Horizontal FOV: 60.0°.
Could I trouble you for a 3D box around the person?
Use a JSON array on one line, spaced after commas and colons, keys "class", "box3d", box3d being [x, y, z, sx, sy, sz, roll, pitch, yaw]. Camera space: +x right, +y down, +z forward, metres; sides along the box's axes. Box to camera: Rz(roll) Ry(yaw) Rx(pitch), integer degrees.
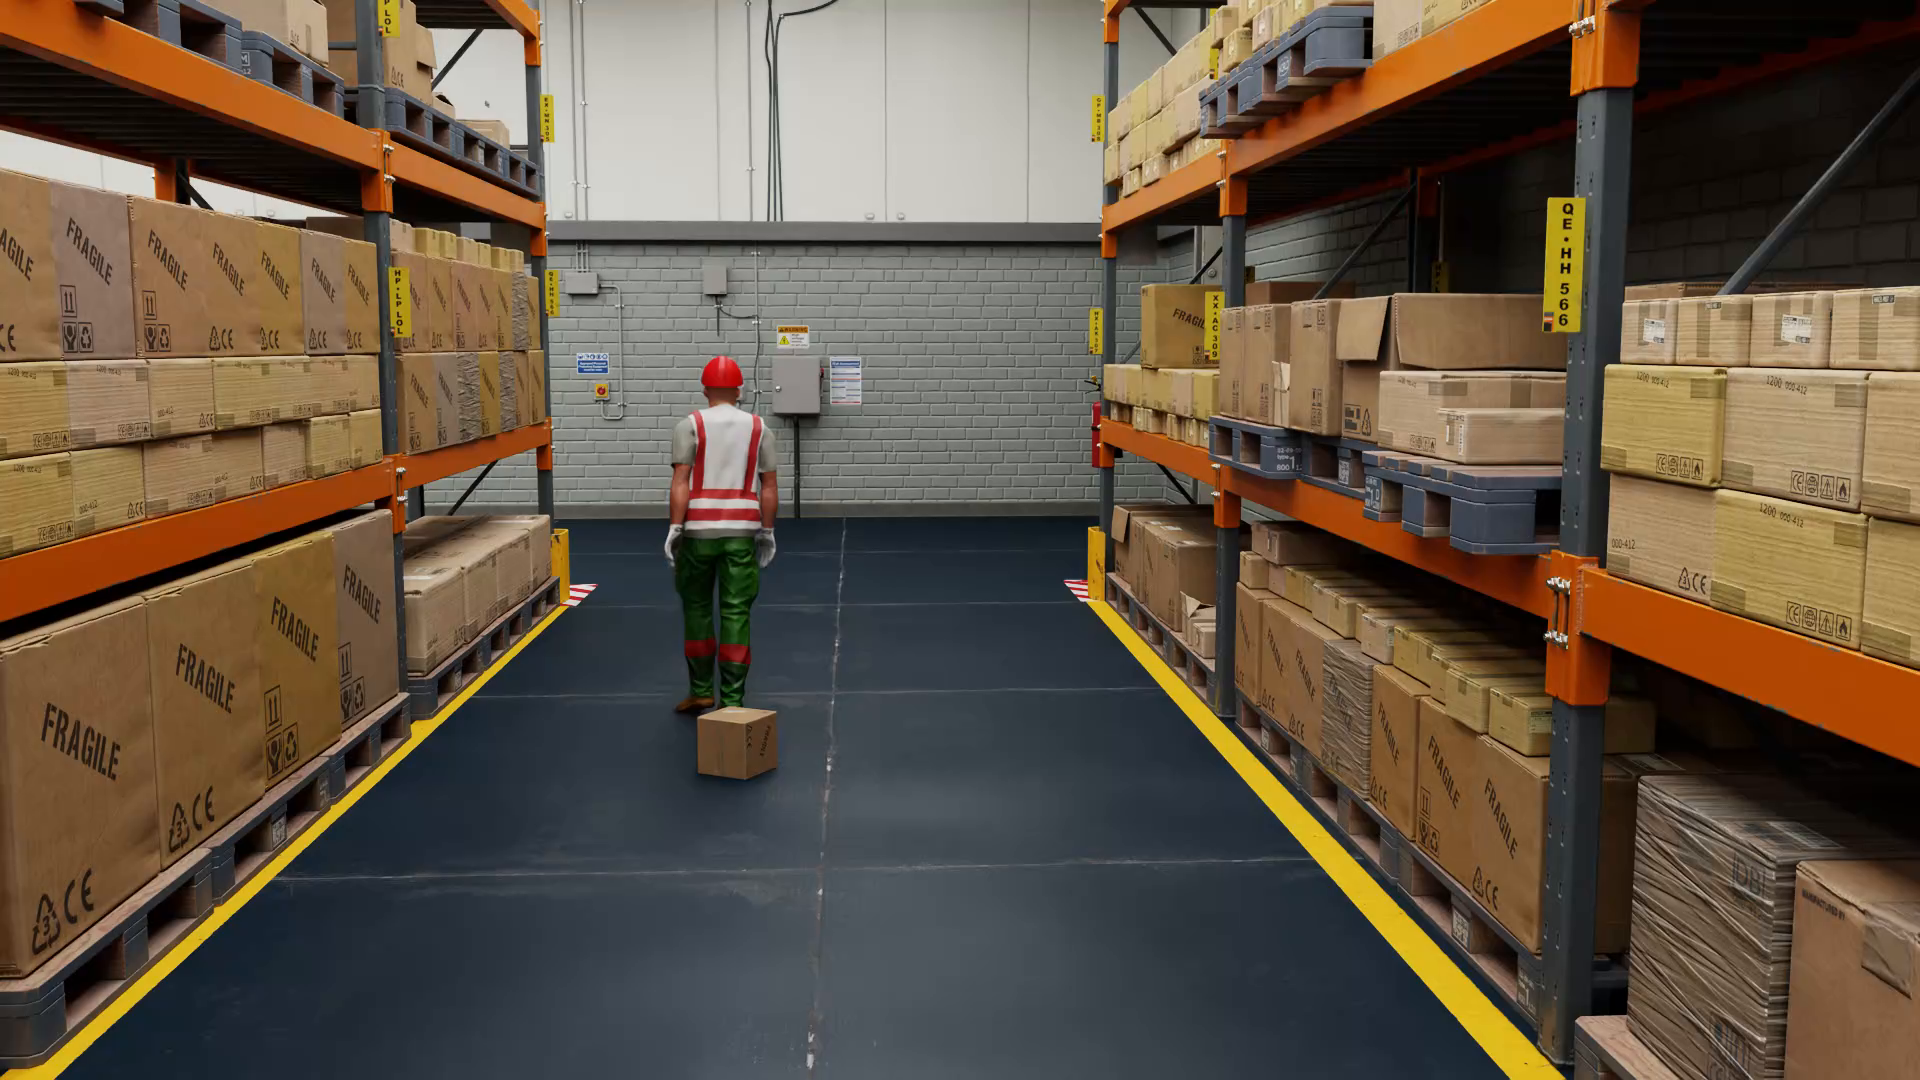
[{"class": "person", "box3d": [-1.173, 0.008, 8.193, 0.579, 1.822, 0.622, -2, 7, -14]}]
